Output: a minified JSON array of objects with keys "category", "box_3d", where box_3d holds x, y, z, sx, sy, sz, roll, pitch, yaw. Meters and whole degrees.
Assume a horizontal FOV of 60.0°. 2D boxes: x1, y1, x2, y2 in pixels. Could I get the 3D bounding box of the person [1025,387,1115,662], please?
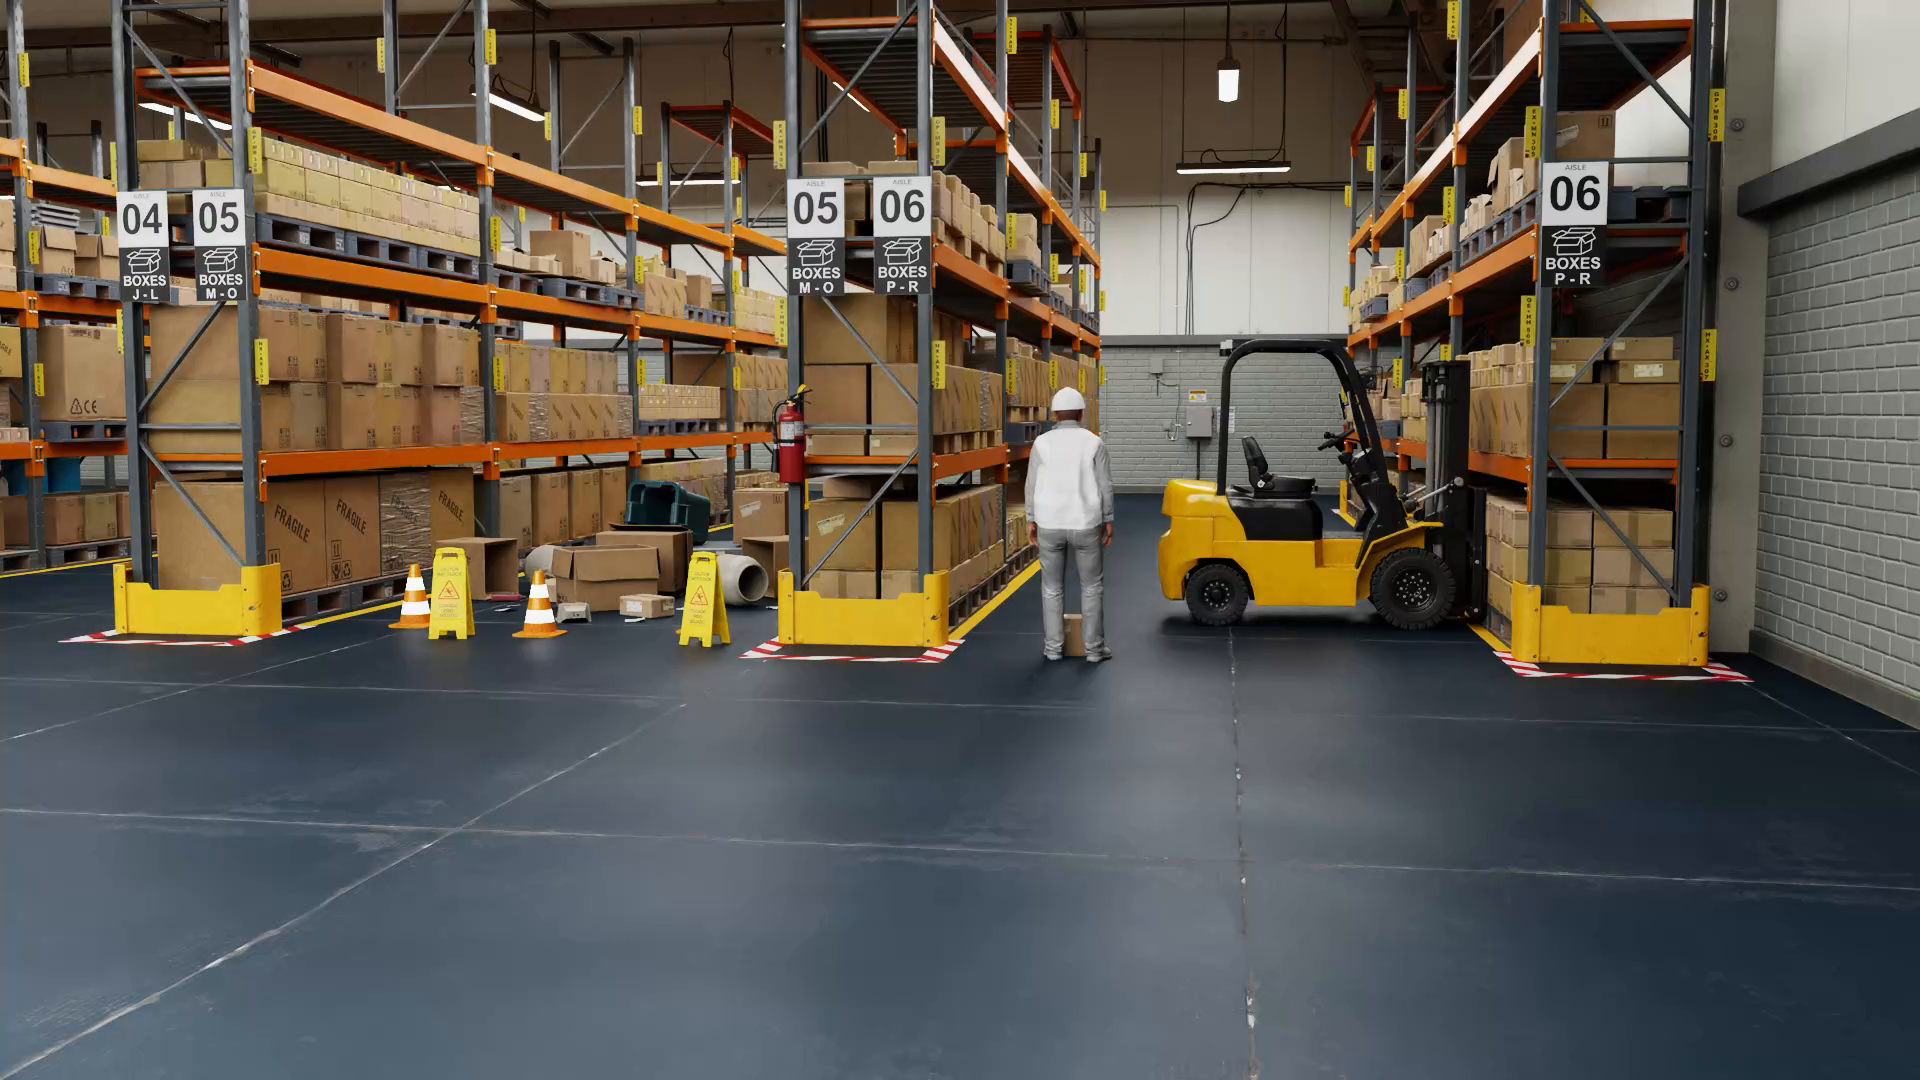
[{"category":"person","box_3d":[0.712,-0.104,10.798,0.581,1.772,0.462,1,4,9]}]
